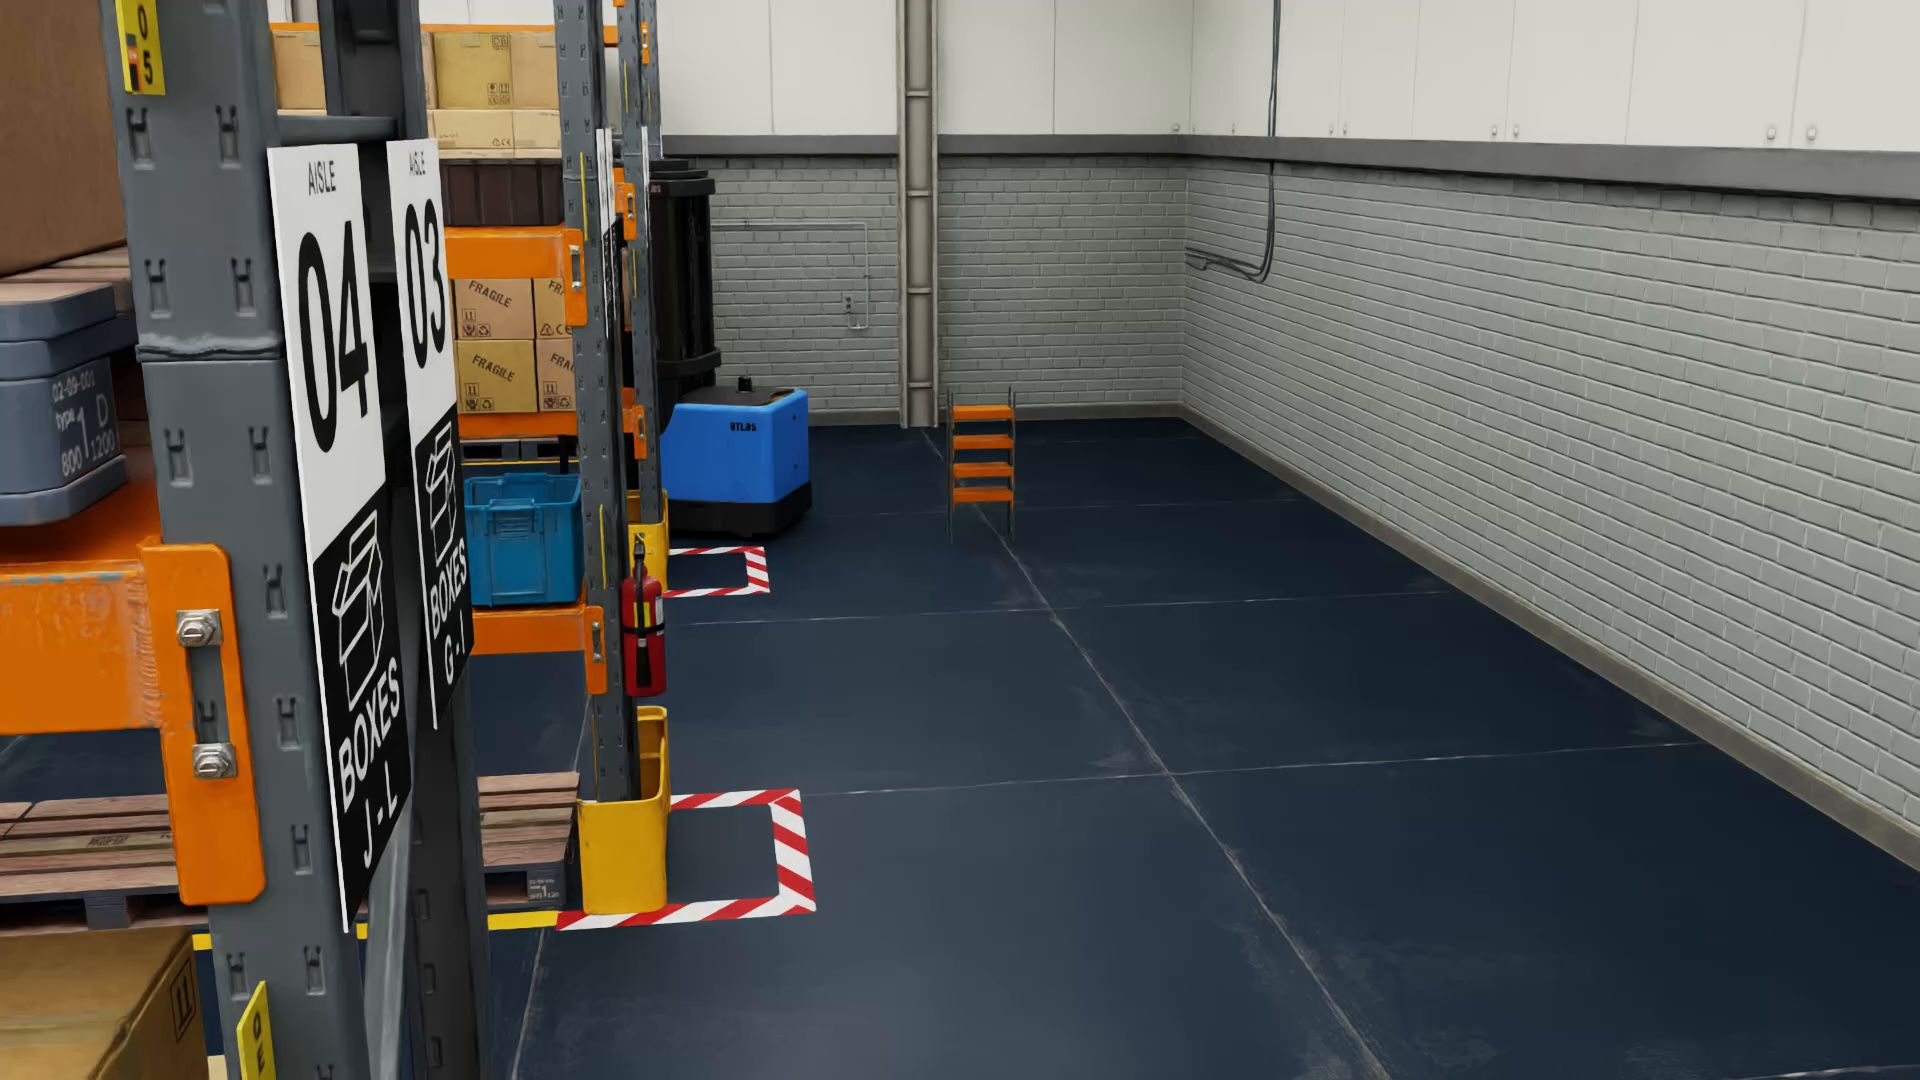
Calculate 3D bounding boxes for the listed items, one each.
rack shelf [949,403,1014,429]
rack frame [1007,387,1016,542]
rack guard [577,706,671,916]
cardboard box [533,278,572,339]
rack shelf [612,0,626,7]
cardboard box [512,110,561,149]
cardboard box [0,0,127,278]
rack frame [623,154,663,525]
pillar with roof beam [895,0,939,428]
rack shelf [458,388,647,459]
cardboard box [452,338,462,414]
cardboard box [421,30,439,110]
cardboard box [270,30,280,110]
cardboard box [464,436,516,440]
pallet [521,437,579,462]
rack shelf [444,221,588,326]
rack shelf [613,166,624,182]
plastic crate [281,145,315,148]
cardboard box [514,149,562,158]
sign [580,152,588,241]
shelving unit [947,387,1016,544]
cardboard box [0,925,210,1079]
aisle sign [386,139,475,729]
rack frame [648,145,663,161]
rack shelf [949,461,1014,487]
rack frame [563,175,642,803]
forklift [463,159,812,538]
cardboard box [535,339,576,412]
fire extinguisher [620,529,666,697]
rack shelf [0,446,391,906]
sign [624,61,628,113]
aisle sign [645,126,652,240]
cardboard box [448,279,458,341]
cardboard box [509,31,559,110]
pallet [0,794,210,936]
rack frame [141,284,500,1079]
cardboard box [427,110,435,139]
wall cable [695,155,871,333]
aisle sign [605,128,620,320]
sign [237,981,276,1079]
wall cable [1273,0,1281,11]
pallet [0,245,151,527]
[{"bbox_3d":[0.164,-0.969,13.004,0.480,0.148,0.258,-2,14,-8],"label":"rack shelf"},{"bbox_3d":[0.405,-0.597,13.135,0.015,1.200,0.240,-2,14,-8],"label":"rack frame"},{"bbox_3d":[-1.494,1.184,7.472,0.348,0.500,1.175,-2,14,-8],"label":"rack guard"},{"bbox_3d":[-2.649,-1.667,11.441,0.500,0.500,0.500,-2,14,-9],"label":"cardboard box"},{"bbox_3d":[-4.228,-3.703,10.972,4.000,0.370,1.077,-2,14,-8],"label":"rack shelf"},{"bbox_3d":[-2.720,-2.760,11.177,0.500,0.250,0.500,-2,14,-8],"label":"cardboard box"},{"bbox_3d":[-1.284,-0.557,1.834,0.500,0.500,0.700,-3,14,-12],"label":"cardboard box"},{"bbox_3d":[-2.250,-1.216,11.903,0.127,3.000,1.000,-2,14,-8],"label":"rack frame"},{"bbox_3d":[0.191,-4.587,13.015,0.400,9.000,9.100,-2,14,-8],"label":"pillar with roof beam"},{"bbox_3d":[-4.228,-0.794,11.702,4.000,0.370,1.077,-2,14,-8],"label":"rack shelf"},{"bbox_3d":[-3.659,-1.146,11.420,0.500,0.500,0.500,-2,14,-8],"label":"cardboard box"},{"bbox_3d":[-3.741,-3.140,11.148,0.500,0.500,0.700,-2,14,-8],"label":"cardboard box"},{"bbox_3d":[-4.721,-3.090,10.948,0.500,0.500,0.700,-2,14,-8],"label":"cardboard box"},{"bbox_3d":[-4.661,-1.312,16.564,0.500,0.500,0.700,-3,14,-10],"label":"cardboard box"},{"bbox_3d":[-3.771,-1.007,16.802,1.213,0.211,1.003,-2,14,-8],"label":"pallet"},{"bbox_3d":[-3.493,-1.058,6.585,4.000,0.370,1.077,-2,14,-8],"label":"rack shelf"},{"bbox_3d":[-4.969,-3.441,16.087,4.000,0.370,1.077,-2,14,-8],"label":"rack shelf"},{"bbox_3d":[-3.067,-1.460,6.837,0.767,0.338,0.504,-2,14,-8],"label":"plastic crate"},{"bbox_3d":[-2.719,-2.516,11.229,0.500,0.250,0.500,-2,14,-8],"label":"cardboard box"},{"bbox_3d":[-1.418,-1.297,6.274,0.005,0.325,0.100,-2,14,-8],"label":"sign"},{"bbox_3d":[0.164,-0.588,13.100,0.503,1.200,0.258,-2,14,-8],"label":"shelving unit"},{"bbox_3d":[-1.220,0.813,1.969,0.500,0.500,0.500,-2,14,-8],"label":"cardboard box"},{"bbox_3d":[-0.751,-0.168,2.383,0.004,0.787,0.394,-2,14,-8],"label":"aisle sign"},{"bbox_3d":[-2.992,-2.407,16.654,0.127,3.000,1.000,-2,14,-8],"label":"rack frame"},{"bbox_3d":[0.164,-0.523,13.116,0.480,0.148,0.258,-2,14,-8],"label":"rack shelf"},{"bbox_3d":[-1.516,-0.024,7.152,0.127,3.000,1.000,-2,14,-8],"label":"rack frame"},{"bbox_3d":[-2.823,-1.605,13.598,3.031,2.935,1.130,3,14,13],"label":"forklift"},{"bbox_3d":[-2.652,-1.183,11.565,0.500,0.500,0.500,-2,14,-7],"label":"cardboard box"},{"bbox_3d":[-1.299,0.298,6.792,0.183,0.674,0.296,-2,14,-8],"label":"fire extinguisher"},{"bbox_3d":[-2.756,0.134,1.835,4.000,0.370,1.077,-2,14,-8],"label":"rack shelf"},{"bbox_3d":[-2.187,-2.966,10.895,0.005,0.325,0.100,-2,14,-8],"label":"sign"},{"bbox_3d":[-2.226,-2.550,11.878,0.004,0.787,0.394,-2,14,-8],"label":"aisle sign"},{"bbox_3d":[-3.660,-1.628,11.288,0.500,0.500,0.500,-2,14,-7],"label":"cardboard box"},{"bbox_3d":[-2.755,-3.182,11.314,0.500,0.500,0.700,-2,14,-8],"label":"cardboard box"},{"bbox_3d":[-3.541,1.392,7.236,1.213,0.211,1.003,-2,14,-8],"label":"pallet"},{"bbox_3d":[-0.778,1.167,2.401,0.127,3.000,1.000,-2,14,-8],"label":"rack frame"},{"bbox_3d":[-3.709,-2.725,11.036,0.500,0.250,0.500,-2,14,-8],"label":"cardboard box"},{"bbox_3d":[-1.866,-3.174,17.623,1.851,1.984,0.084,-2,14,-8],"label":"wall cable"},{"bbox_3d":[-1.489,-1.359,7.131,0.004,0.787,0.394,-2,14,-8],"label":"aisle sign"},{"bbox_3d":[-0.711,0.622,1.709,0.005,0.325,0.100,-2,14,-8],"label":"sign"},{"bbox_3d":[3.058,-5.729,13.567,0.112,2.526,3.097,-2,14,-8],"label":"wall cable"},{"bbox_3d":[-1.510,-0.215,1.930,1.213,0.211,1.003,-2,14,-8],"label":"pallet"}]
